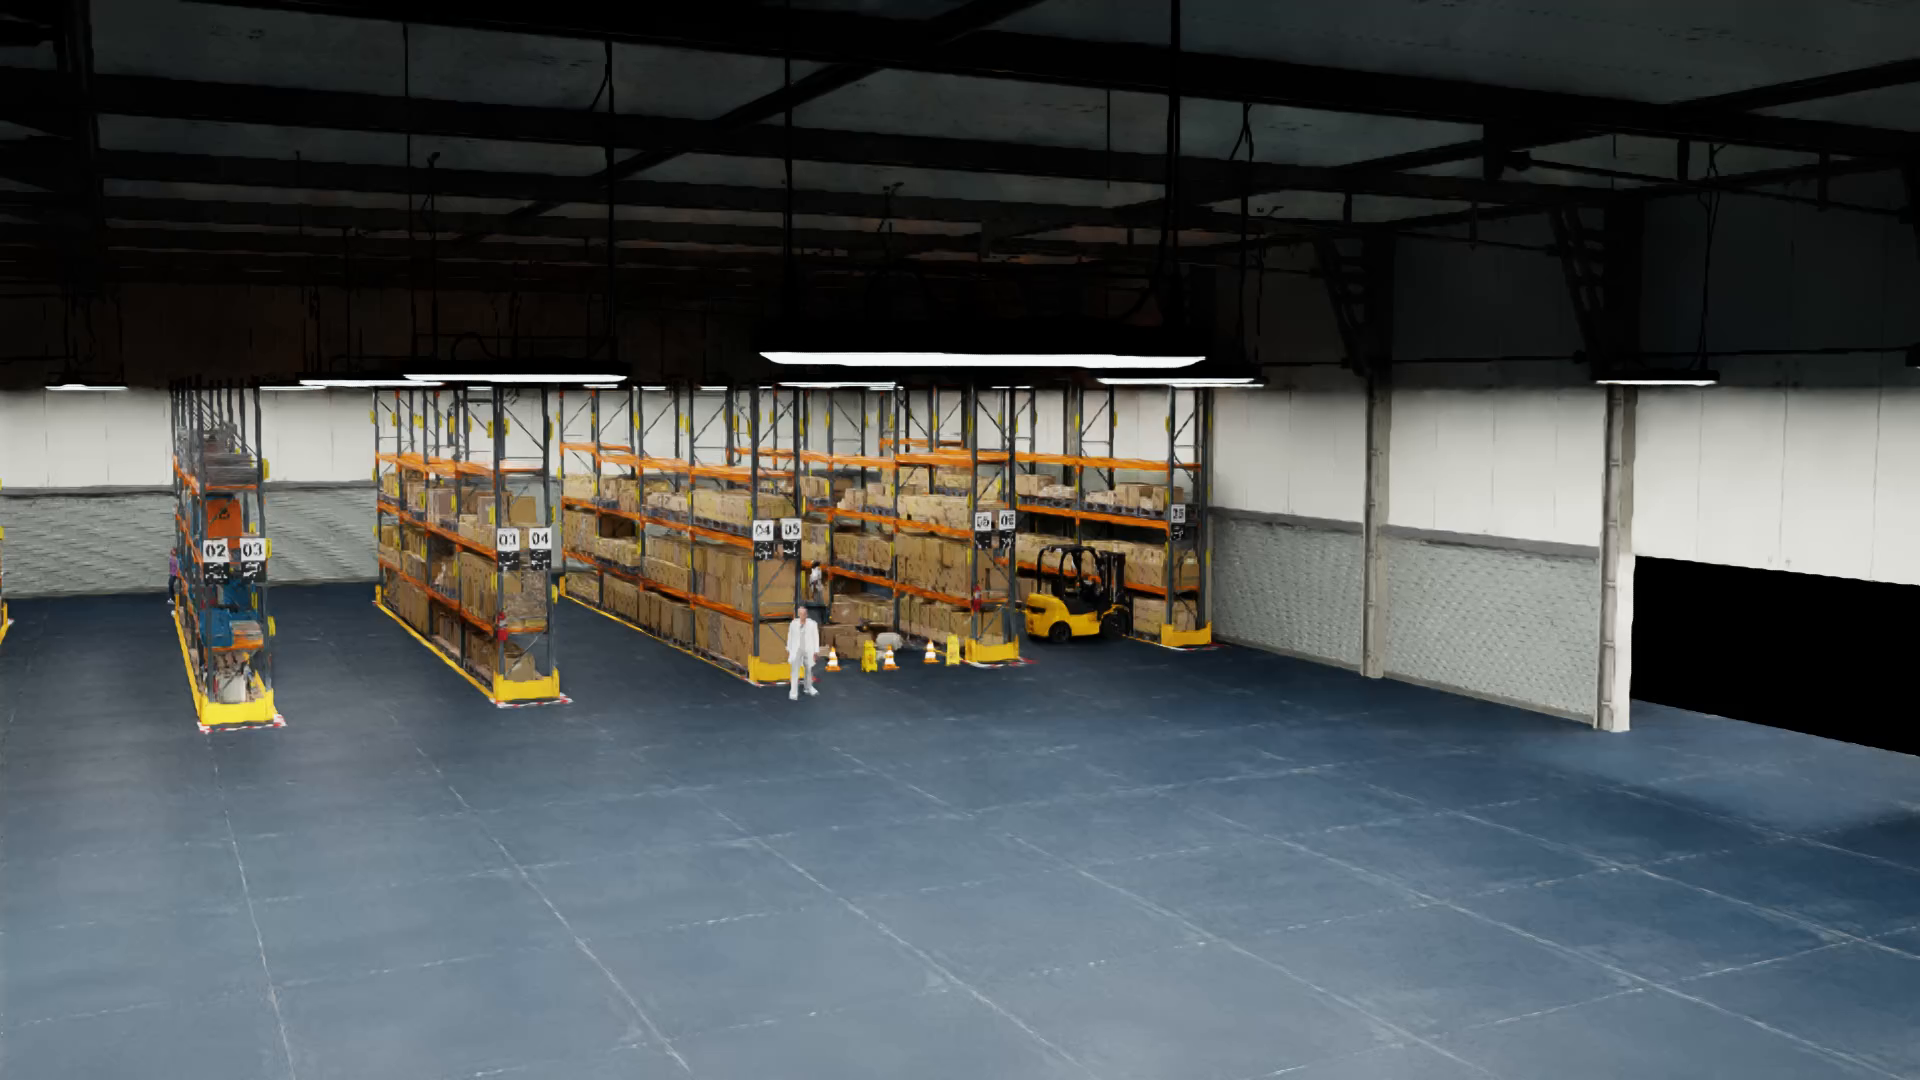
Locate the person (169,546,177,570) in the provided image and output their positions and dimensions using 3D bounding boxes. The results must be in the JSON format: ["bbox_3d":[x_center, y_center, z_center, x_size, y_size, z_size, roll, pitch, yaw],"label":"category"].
[{"bbox_3d":[-21.319,0.626,45.255,0.452,0.906,0.359,0,5,-5],"label":"person"}]

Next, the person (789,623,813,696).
[{"bbox_3d":[-2.972,2.170,31.186,0.437,1.444,0.840,0,5,-3],"label":"person"}]

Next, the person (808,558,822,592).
[{"bbox_3d":[-3.532,1.274,40.557,0.555,1.662,0.462,0,5,-2],"label":"person"}]
